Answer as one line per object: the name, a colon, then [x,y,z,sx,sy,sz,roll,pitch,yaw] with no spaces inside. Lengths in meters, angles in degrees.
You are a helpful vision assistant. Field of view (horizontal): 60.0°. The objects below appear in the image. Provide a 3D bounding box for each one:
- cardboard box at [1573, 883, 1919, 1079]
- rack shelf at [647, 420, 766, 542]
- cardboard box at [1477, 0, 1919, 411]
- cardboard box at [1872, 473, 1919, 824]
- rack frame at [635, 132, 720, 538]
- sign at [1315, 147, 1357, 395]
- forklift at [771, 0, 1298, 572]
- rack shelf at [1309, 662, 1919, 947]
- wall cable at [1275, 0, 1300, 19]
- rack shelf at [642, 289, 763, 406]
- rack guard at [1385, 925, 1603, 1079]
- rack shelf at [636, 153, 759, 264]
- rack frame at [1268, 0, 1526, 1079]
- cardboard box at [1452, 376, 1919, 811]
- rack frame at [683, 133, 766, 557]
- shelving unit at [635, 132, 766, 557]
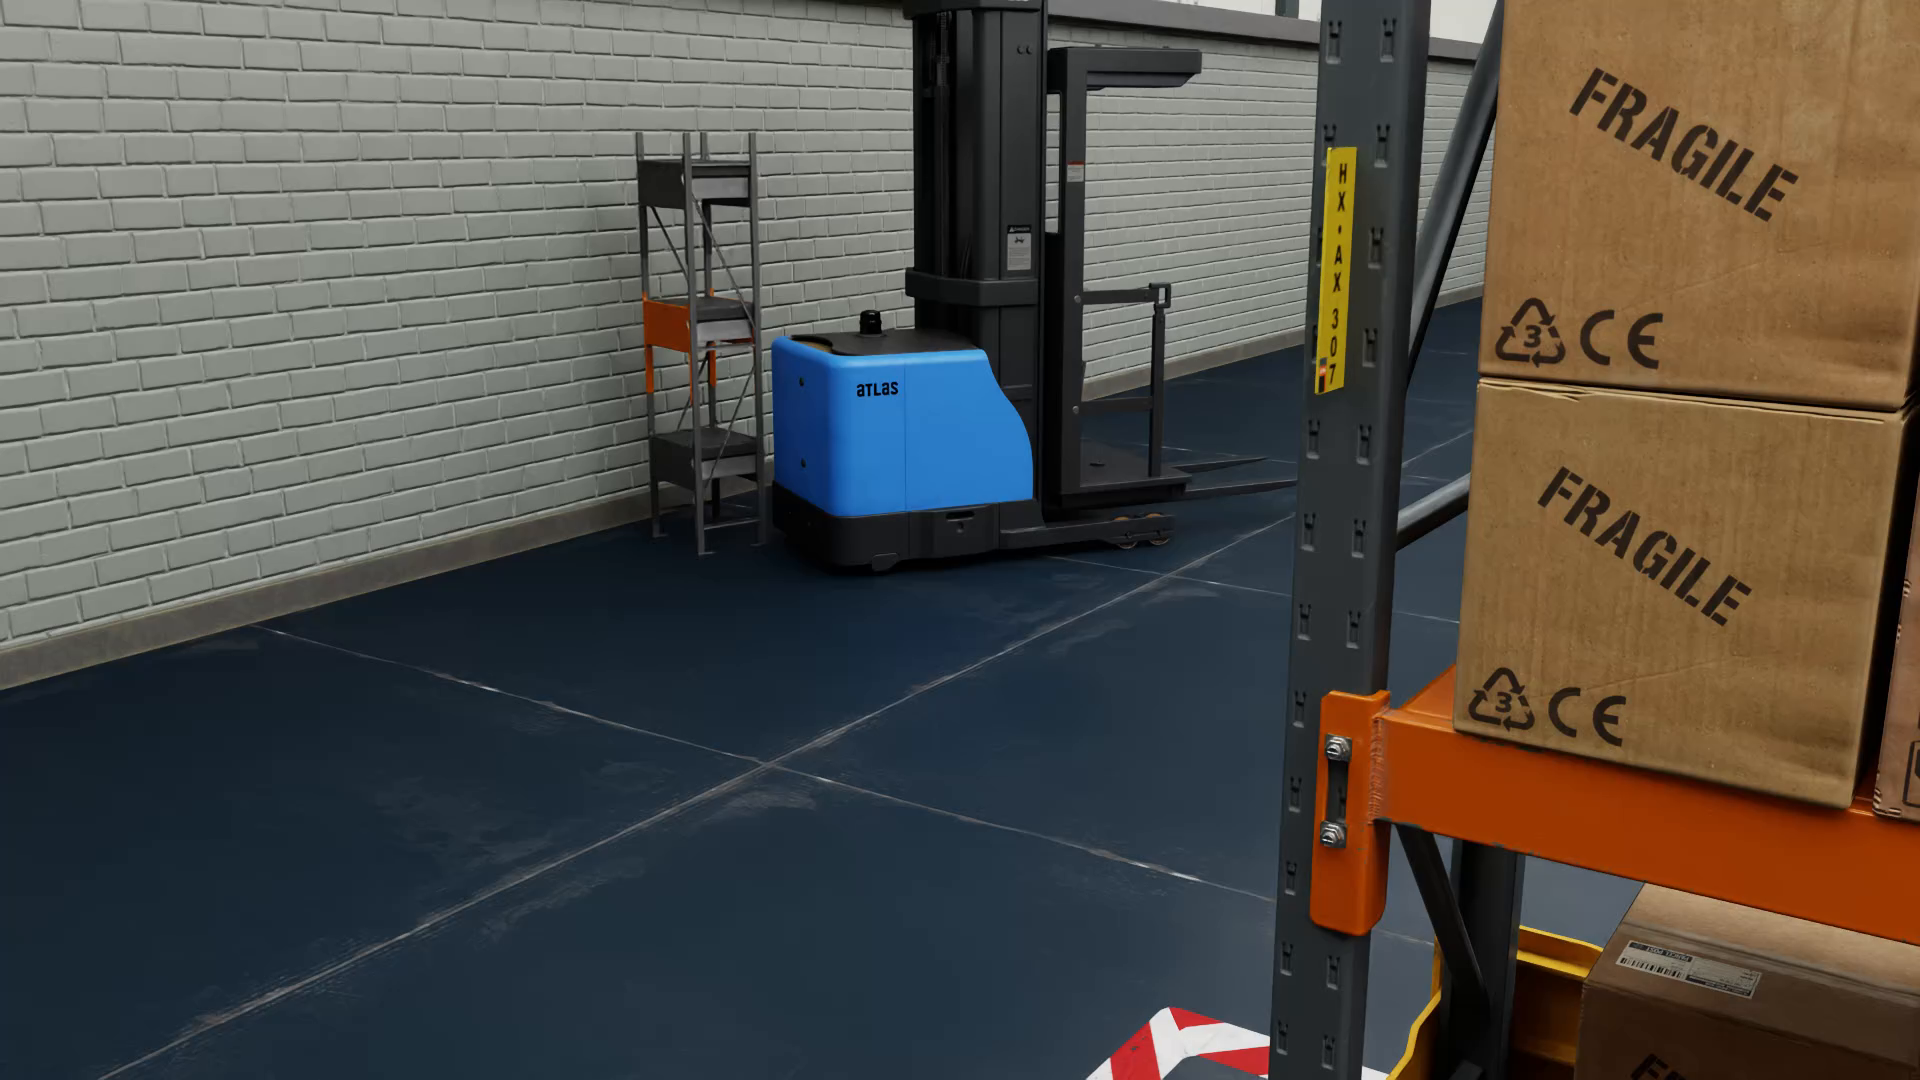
cardboard box: [1.401,0.972,2.942,0.500,0.500,0.500,9,17,33]
rack shelf: [-1.326,-0.320,8.709,0.431,0.518,0.480,-10,18,-37]
cardboard box: [1.033,-0.474,2.206,0.500,0.500,0.500,10,17,34]
cardboard box: [1.465,0.080,2.051,0.500,0.500,0.500,9,17,32]
rack frame: [-1.472,-1.059,8.722,0.400,2.100,0.015,-10,18,-37]
sign: [0.510,-0.364,2.250,0.005,0.325,0.100,9,17,33]
forklift: [0.567,-1.485,8.721,3.031,2.935,1.130,-6,15,-24]
rack shelf: [2.472,0.565,1.794,4.000,0.370,1.077,9,17,33]
wall cable: [3.576,-7.946,15.500,0.120,5.999,2.277,9,17,33]
rack shelf: [-1.323,-0.999,8.539,0.431,0.518,0.480,-10,18,-37]
rack guard: [0.875,1.172,3.050,0.348,0.500,1.175,9,17,33]
rack shelf: [-1.320,-1.678,8.369,0.431,0.518,0.480,-10,18,-37]
rack frame: [0.811,-0.051,2.788,0.053,2.616,0.949,9,17,33]
cardboard box: [1.033,0.012,2.326,0.500,0.500,0.500,10,17,34]
rack frame: [-1.173,-0.965,8.348,0.400,2.100,0.015,-10,18,-37]
shelving unit: [-1.323,-1.012,8.535,0.431,2.100,0.503,-10,18,-37]
